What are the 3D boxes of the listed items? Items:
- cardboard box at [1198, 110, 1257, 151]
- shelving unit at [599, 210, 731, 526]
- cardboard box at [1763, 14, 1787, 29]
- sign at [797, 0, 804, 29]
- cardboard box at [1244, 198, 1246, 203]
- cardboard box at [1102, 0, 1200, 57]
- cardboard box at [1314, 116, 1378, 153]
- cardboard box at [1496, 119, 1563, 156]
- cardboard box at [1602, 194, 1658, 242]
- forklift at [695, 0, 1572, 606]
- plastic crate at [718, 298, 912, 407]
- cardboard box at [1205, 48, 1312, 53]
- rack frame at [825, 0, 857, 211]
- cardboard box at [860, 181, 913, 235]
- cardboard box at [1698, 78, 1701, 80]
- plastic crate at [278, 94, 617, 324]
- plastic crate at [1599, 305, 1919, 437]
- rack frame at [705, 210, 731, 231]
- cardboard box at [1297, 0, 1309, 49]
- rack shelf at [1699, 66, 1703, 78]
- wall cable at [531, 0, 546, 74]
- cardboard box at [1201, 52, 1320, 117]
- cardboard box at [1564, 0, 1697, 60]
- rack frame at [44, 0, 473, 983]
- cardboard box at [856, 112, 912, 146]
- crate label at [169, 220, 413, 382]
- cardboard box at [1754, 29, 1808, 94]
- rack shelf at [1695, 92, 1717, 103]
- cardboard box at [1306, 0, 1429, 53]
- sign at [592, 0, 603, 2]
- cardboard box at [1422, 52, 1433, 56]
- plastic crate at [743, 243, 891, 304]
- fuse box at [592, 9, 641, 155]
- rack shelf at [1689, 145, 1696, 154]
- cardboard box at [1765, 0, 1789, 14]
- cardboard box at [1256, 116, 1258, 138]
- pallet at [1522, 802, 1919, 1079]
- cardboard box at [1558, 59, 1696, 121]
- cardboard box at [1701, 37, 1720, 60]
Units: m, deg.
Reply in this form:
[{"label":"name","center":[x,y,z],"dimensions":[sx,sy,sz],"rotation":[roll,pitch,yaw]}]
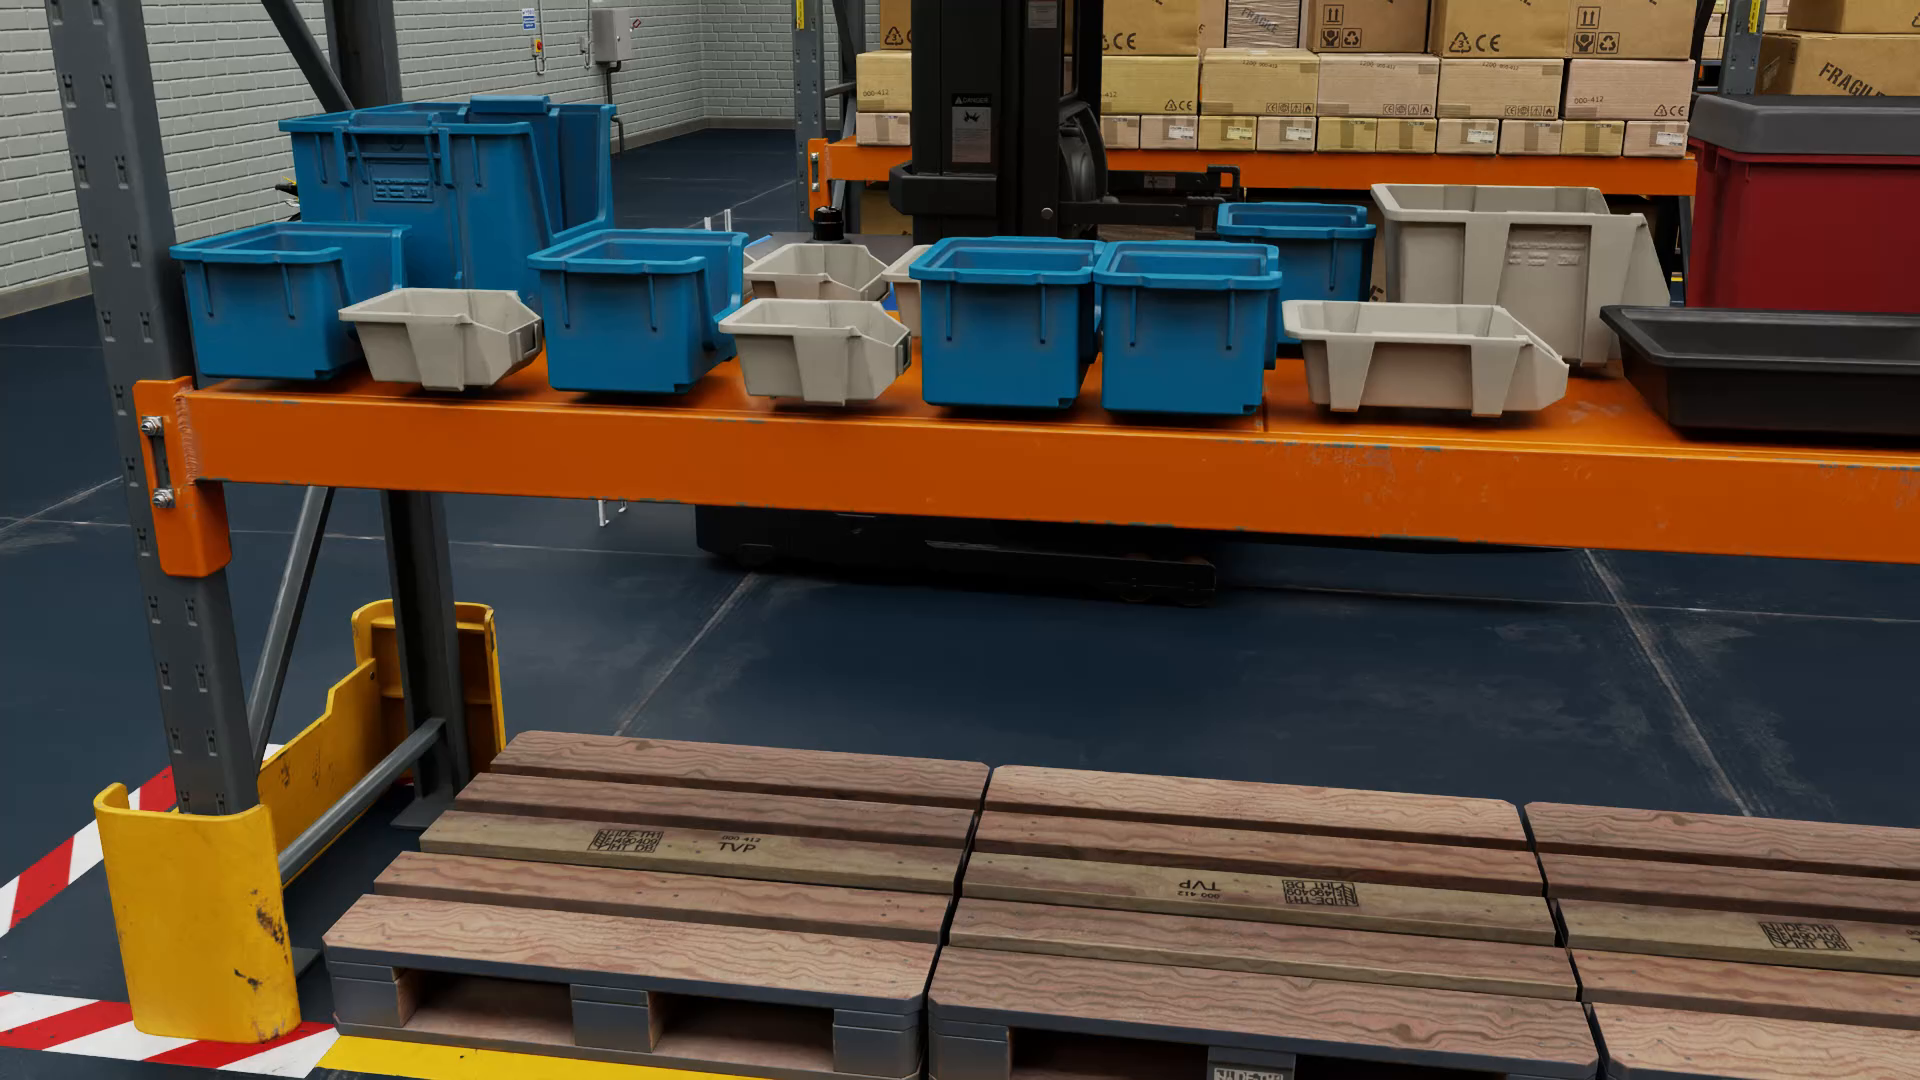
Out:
[{"label":"cardboard box","center":[1.200,-1.845,7.486],"dimensions":[0.250,0.149,0.380],"rotation":[2,19,7]},{"label":"shelving unit","center":[-1.128,-0.644,6.336],"dimensions":[0.503,1.200,0.258],"rotation":[4,19,11]},{"label":"cardboard box","center":[5.569,-3.516,11.350],"dimensions":[0.250,0.149,0.380],"rotation":[4,19,11]},{"label":"sign","center":[-0.711,-2.437,7.370],"dimensions":[0.005,0.325,0.100],"rotation":[3,19,9]},{"label":"cardboard box","center":[2.051,-2.546,12.546],"dimensions":[0.250,0.149,0.380],"rotation":[4,19,11]},{"label":"cardboard box","center":[0.820,-2.430,7.424],"dimensions":[0.500,0.500,0.500],"rotation":[2,19,7]},{"label":"cardboard box","center":[1.711,-1.819,7.409],"dimensions":[0.250,0.149,0.380],"rotation":[3,19,8]},{"label":"cardboard box","center":[2.472,-1.781,7.293],"dimensions":[0.250,0.149,0.380],"rotation":[3,19,8]},{"label":"cardboard box","center":[2.693,-1.211,7.882],"dimensions":[0.875,0.875,0.875],"rotation":[3,19,9]},{"label":"forklift","center":[0.615,-1.350,5.717],"dimensions":[3.031,2.935,1.130],"rotation":[4,19,11]},{"label":"plastic crate","center":[-0.238,-0.322,2.860],"dimensions":[0.298,0.136,0.250],"rotation":[3,19,9]},{"label":"cardboard box","center":[1.422,-2.215,7.963],"dimensions":[0.500,0.250,0.500],"rotation":[3,19,9]},{"label":"rack frame","center":[-0.616,-2.164,8.042],"dimensions":[0.053,2.616,0.949],"rotation":[3,19,9]},{"label":"cardboard box","center":[0.028,-1.347,8.288],"dimensions":[0.875,0.875,0.875],"rotation":[3,19,9]},{"label":"cardboard box","center":[7.305,-4.163,16.705],"dimensions":[0.875,0.875,0.875],"rotation":[3,19,9]},{"label":"plastic crate","center":[-1.042,-0.698,3.511],"dimensions":[0.499,0.435,0.616],"rotation":[3,19,9]},{"label":"plastic crate","center":[1.399,-0.280,2.751],"dimensions":[0.590,0.125,0.437],"rotation":[3,19,9]},{"label":"rack frame","center":[-0.889,-0.628,6.289],"dimensions":[0.015,1.200,0.240],"rotation":[4,19,11]},{"label":"cardboard box","center":[2.693,-3.686,11.966],"dimensions":[0.500,0.500,0.500],"rotation":[3,19,8]},{"label":"rack shelf","center":[6.879,-4.624,16.529],"dimensions":[4.000,0.370,1.077],"rotation":[3,19,9]},{"label":"wall cable","center":[-4.616,-6.040,17.978],"dimensions":[0.123,1.953,0.585],"rotation":[3,19,9]},{"label":"cardboard box","center":[1.340,-2.049,7.466],"dimensions":[0.500,0.250,0.500],"rotation":[3,19,8]},{"label":"cardboard box","center":[2.836,-2.326,7.113],"dimensions":[0.500,0.500,0.500],"rotation":[3,19,10]},{"label":"rack frame","center":[-1.403,-0.611,3.401],"dimensions":[0.127,3.000,1.000],"rotation":[3,19,9]},{"label":"cardboard box","center":[-0.319,-1.922,7.716],"dimensions":[0.250,0.149,0.380],"rotation":[3,19,9]},{"label":"crate label","center":[-1.211,-0.444,3.073],"dimensions":[0.303,0.233,0.416],"rotation":[3,19,9]},{"label":"cardboard box","center":[3.838,-2.071,7.607],"dimensions":[0.500,0.500,0.500],"rotation":[3,19,9]},{"label":"rack shelf","center":[6.194,-3.068,11.879],"dimensions":[4.000,0.370,1.077],"rotation":[3,19,9]},{"label":"cardboard box","center":[1.901,-2.543,7.761],"dimensions":[0.500,0.500,0.500],"rotation":[2,19,7]},{"label":"sign","center":[-4.352,-6.579,19.937],"dimensions":[0.001,0.242,0.339],"rotation":[3,19,9]},{"label":"cardboard box","center":[2.420,-2.163,7.809],"dimensions":[0.500,0.250,0.500],"rotation":[3,19,8]},{"label":"plastic crate","center":[-0.285,-0.511,3.423],"dimensions":[0.243,0.136,0.396],"rotation":[3,19,9]},{"label":"fuse box","center":[-4.139,-5.583,20.293],"dimensions":[0.414,1.711,0.539],"rotation":[3,19,9]},{"label":"rack shelf","center":[5.307,-1.519,7.250],"dimensions":[4.000,0.370,1.077],"rotation":[3,19,9]},{"label":"cardboard box","center":[5.563,-3.656,11.300],"dimensions":[0.250,0.149,0.380],"rotation":[3,19,8]},{"label":"cardboard box","center":[1.554,-2.039,8.066],"dimensions":[0.250,0.149,0.380],"rotation":[2,19,7]},{"label":"pallet","center":[1.815,0.888,3.316],"dimensions":[1.213,0.211,1.003],"rotation":[3,19,9]},{"label":"cardboard box","center":[2.855,-1.971,7.234],"dimensions":[0.500,0.250,0.500],"rotation":[3,19,8]},{"label":"cardboard box","center":[5.056,-3.400,11.472],"dimensions":[0.250,0.149,0.380],"rotation":[3,19,9]}]
